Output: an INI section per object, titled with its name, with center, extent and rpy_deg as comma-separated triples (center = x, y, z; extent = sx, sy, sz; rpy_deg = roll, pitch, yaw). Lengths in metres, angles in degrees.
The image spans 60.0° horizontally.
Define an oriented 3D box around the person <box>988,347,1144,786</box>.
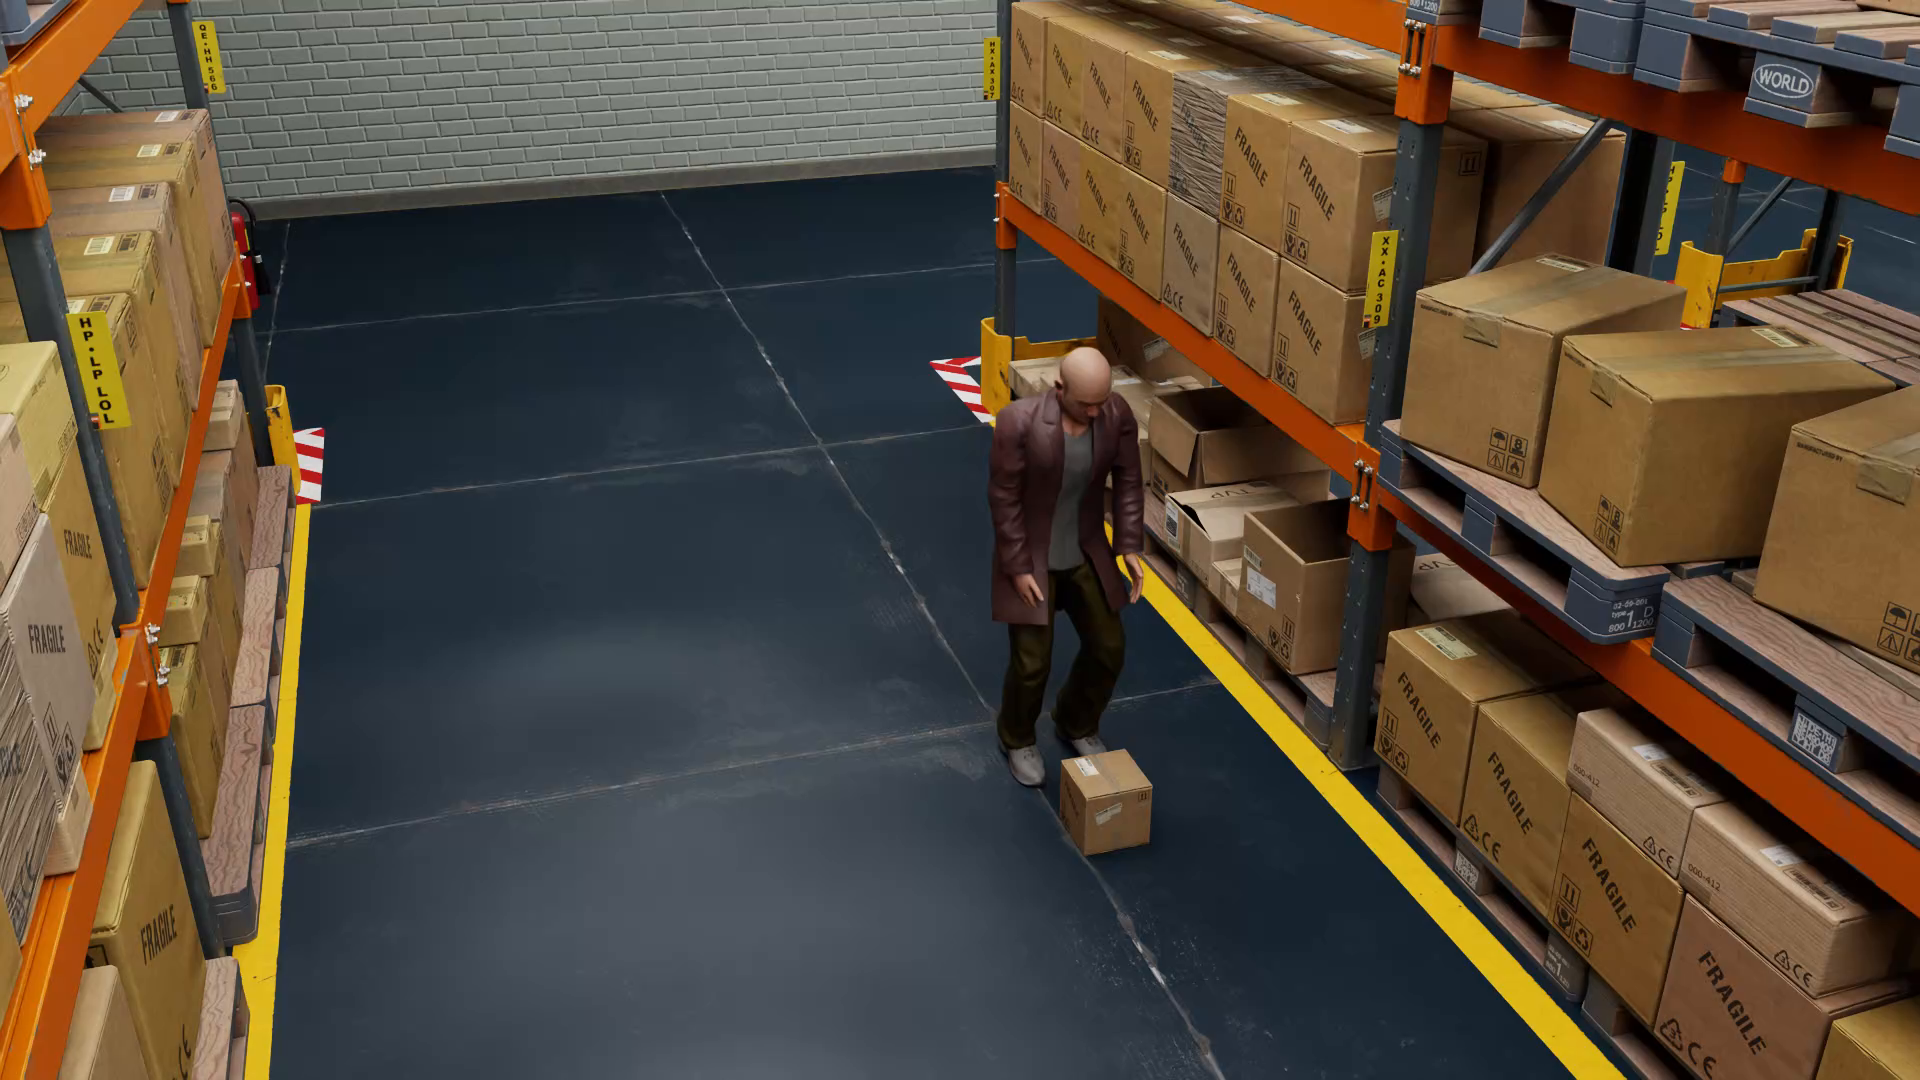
[person]
center = 0.384, 0.076, 6.083
extent = 0.599, 1.693, 0.466
rpy_deg = -9, 27, -17
